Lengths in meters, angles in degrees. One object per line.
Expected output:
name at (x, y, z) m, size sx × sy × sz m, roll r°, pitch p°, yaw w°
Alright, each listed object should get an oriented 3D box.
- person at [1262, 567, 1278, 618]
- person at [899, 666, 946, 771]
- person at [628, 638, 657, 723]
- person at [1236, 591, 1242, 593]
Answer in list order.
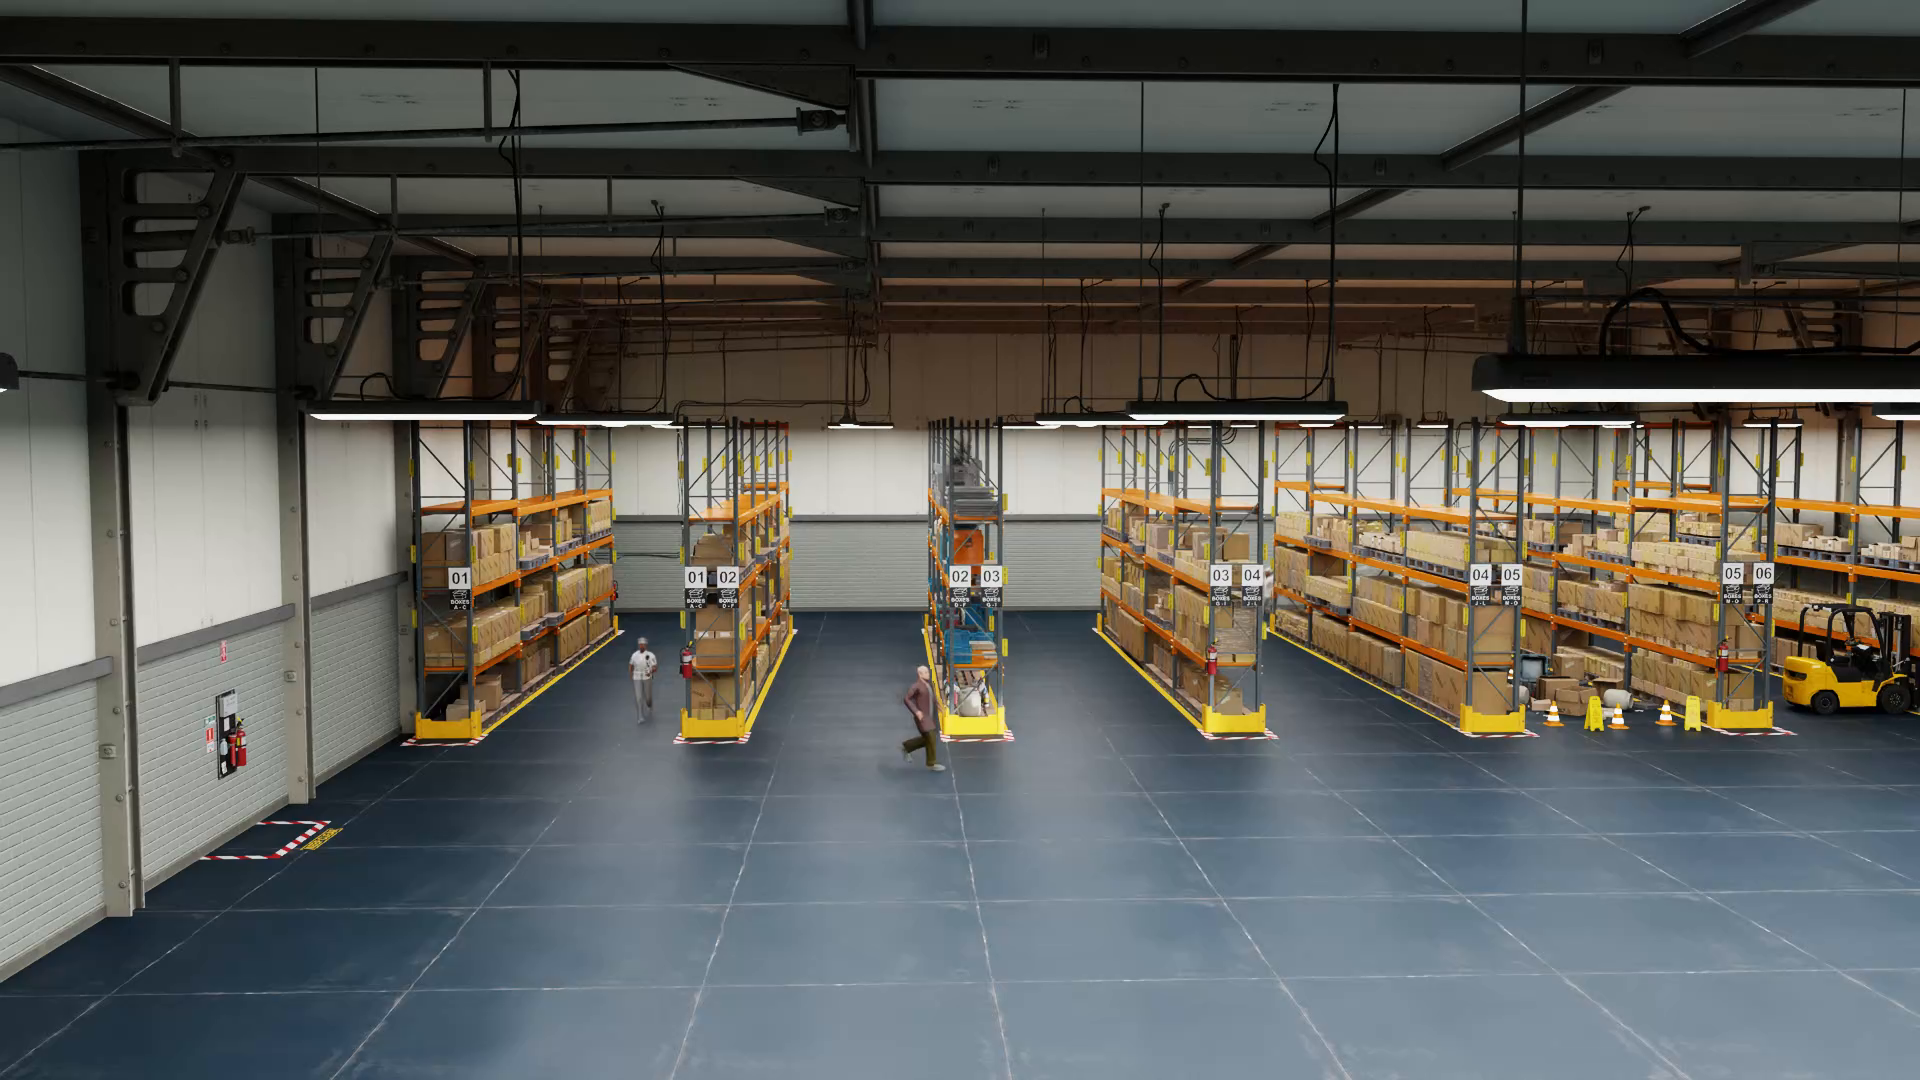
person at (8.976, 1.650, 48.909) m, size 0.979 × 1.725 × 0.752 m, roll 0°, pitch 4°, yaw -6°
person at (-0.652, 3.002, 28.140) m, size 0.935 × 1.750 × 0.743 m, roll 2°, pitch 4°, yaw 28°
person at (-6.287, 2.748, 32.866) m, size 0.560 × 1.655 × 0.666 m, roll 0°, pitch 4°, yaw -3°
person at (7.743, 1.779, 47.277) m, size 0.762 × 1.740 × 0.762 m, roll 2°, pitch 4°, yaw 26°
